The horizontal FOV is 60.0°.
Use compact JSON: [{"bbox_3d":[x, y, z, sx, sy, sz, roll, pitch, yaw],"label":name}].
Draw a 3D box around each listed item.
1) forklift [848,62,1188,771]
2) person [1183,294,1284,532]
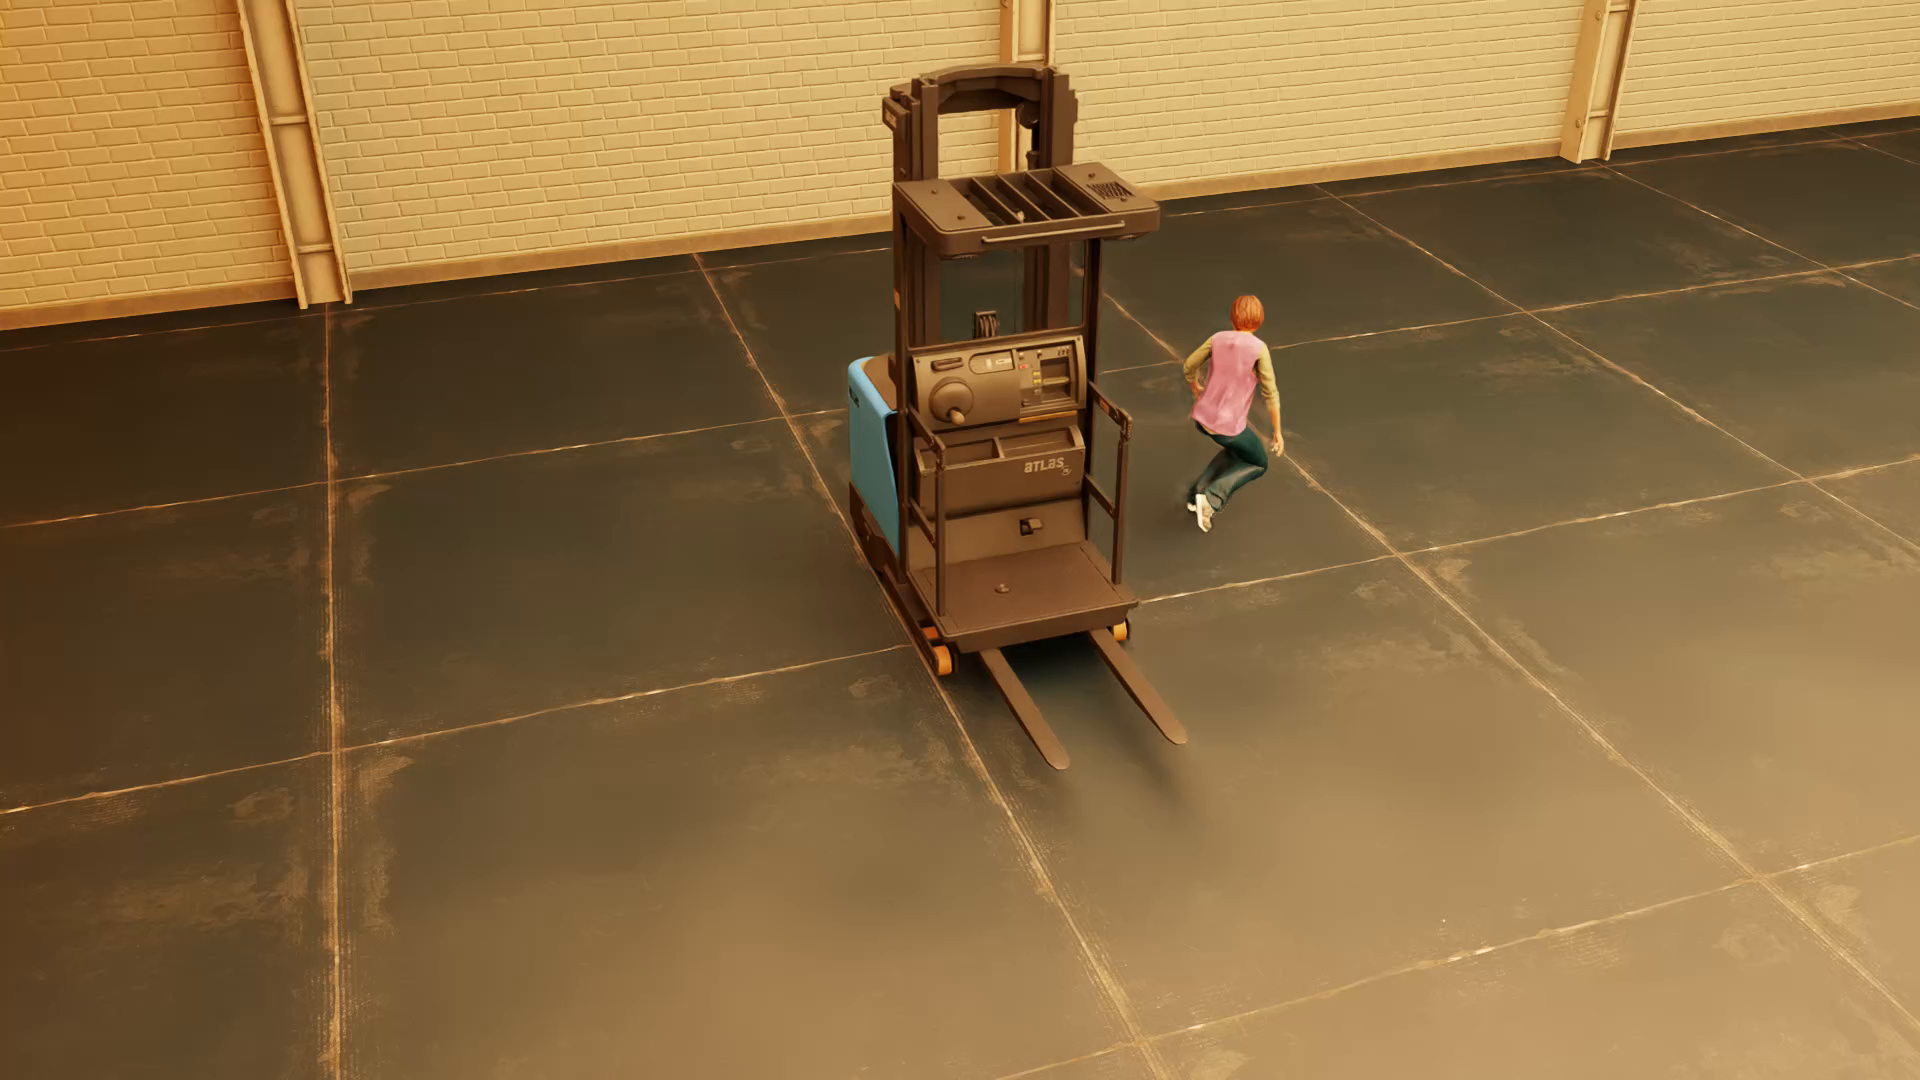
[{"bbox_3d":[0.282,-0.778,8.439,1.130,2.935,3.031,-10,31,-16],"label":"forklift"},{"bbox_3d":[1.592,-0.723,9.901,0.527,1.403,0.773,-21,36,-32],"label":"person"}]
